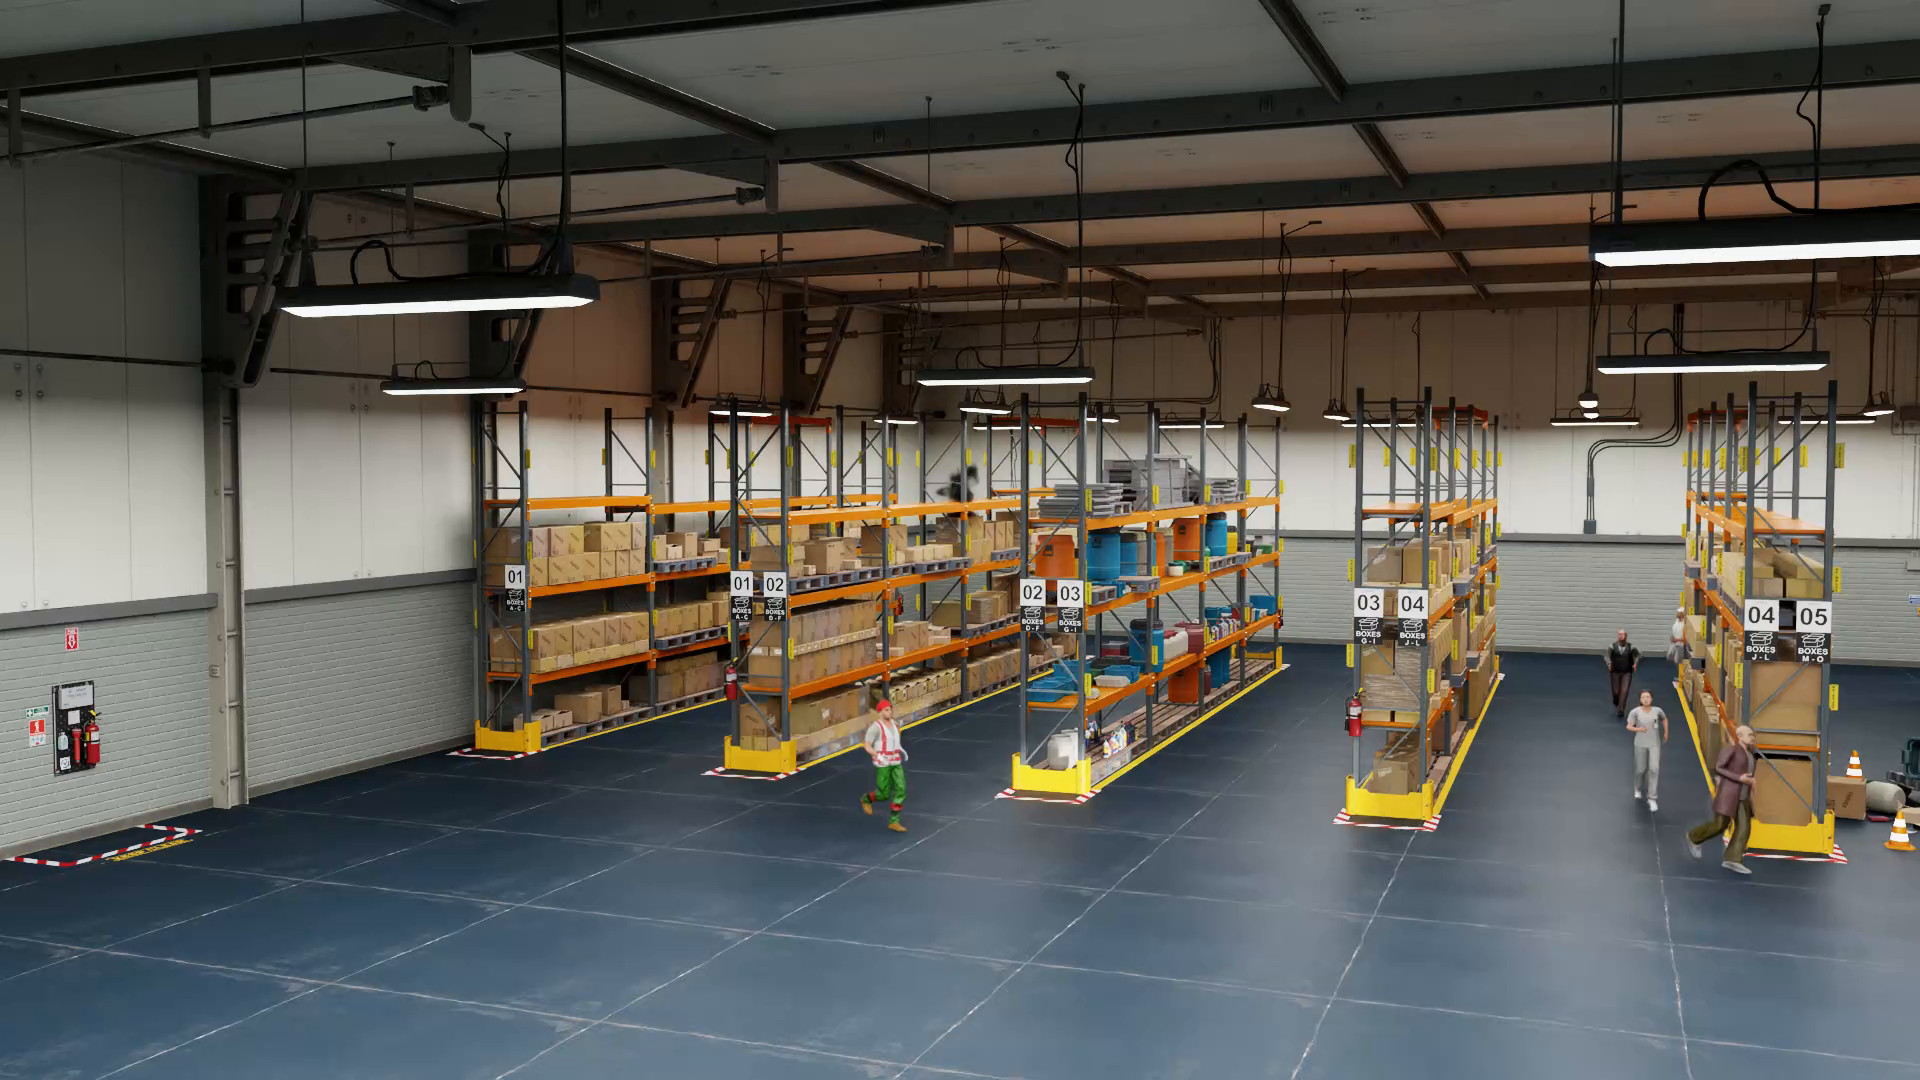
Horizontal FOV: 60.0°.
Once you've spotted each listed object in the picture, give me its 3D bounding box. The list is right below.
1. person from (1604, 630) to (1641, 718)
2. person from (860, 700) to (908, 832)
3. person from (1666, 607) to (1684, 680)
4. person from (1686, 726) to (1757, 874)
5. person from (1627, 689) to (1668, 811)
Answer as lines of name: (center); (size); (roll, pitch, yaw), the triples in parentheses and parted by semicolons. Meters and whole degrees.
person: (12.906, 2.599, 32.399); (0.676, 1.690, 0.814); (1, 3, 23)
person: (-1.002, 3.039, 22.557); (0.669, 1.754, 0.825); (-3, 4, -43)
person: (16.211, 2.335, 37.363); (0.552, 1.694, 0.689); (0, 3, -1)
person: (9.506, 3.141, 20.442); (0.710, 1.736, 0.967); (-1, 3, -23)
person: (9.918, 2.992, 23.988); (0.572, 1.668, 0.965); (1, 3, 18)
